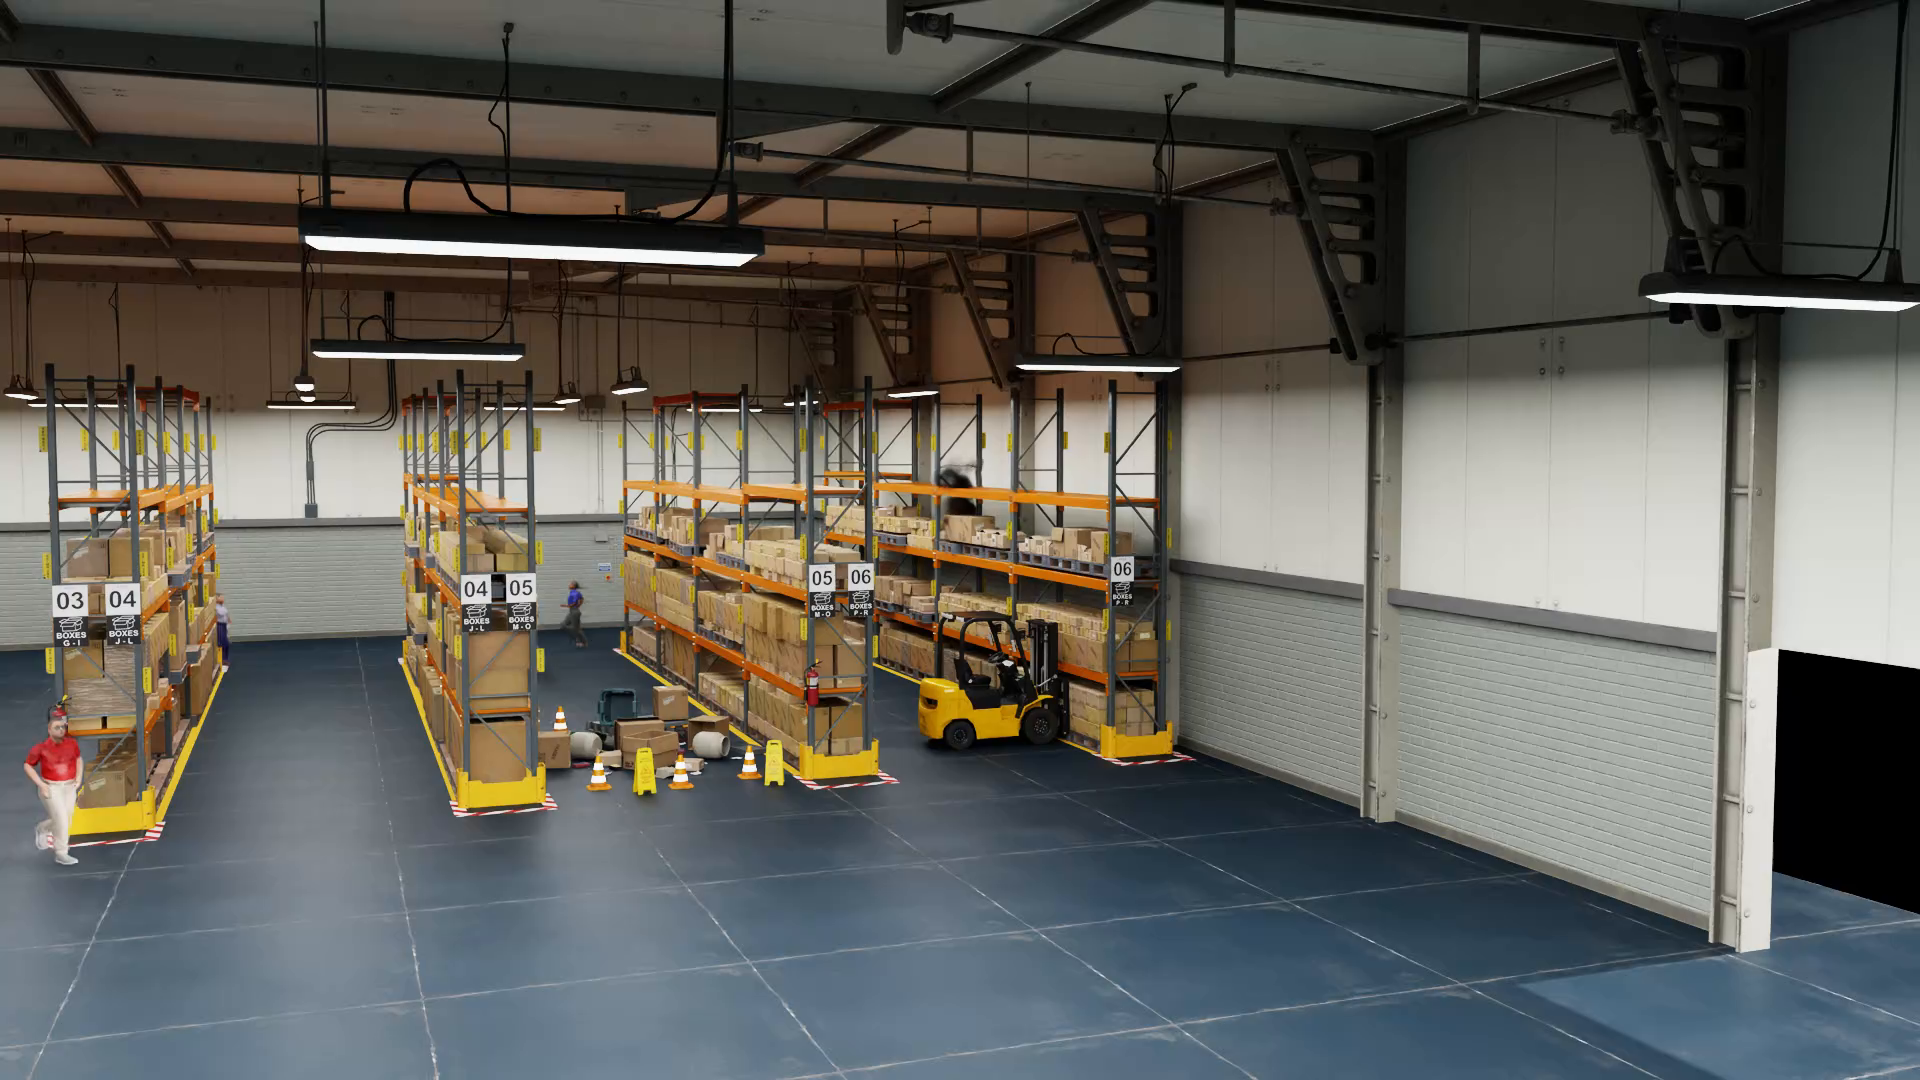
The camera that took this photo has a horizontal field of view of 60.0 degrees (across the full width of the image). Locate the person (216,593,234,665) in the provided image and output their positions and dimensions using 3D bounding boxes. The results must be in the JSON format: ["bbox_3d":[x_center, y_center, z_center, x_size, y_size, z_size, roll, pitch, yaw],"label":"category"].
[{"bbox_3d":[-16.735,2.026,37.521,0.685,1.635,0.641,0,3,-1],"label":"person"}]

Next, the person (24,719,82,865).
[{"bbox_3d":[-10.819,2.987,19.895,0.811,1.713,0.667,2,4,29],"label":"person"}]

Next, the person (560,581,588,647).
[{"bbox_3d":[-9.418,1.810,40.546,0.655,1.641,0.538,-1,4,-19],"label":"person"}]
